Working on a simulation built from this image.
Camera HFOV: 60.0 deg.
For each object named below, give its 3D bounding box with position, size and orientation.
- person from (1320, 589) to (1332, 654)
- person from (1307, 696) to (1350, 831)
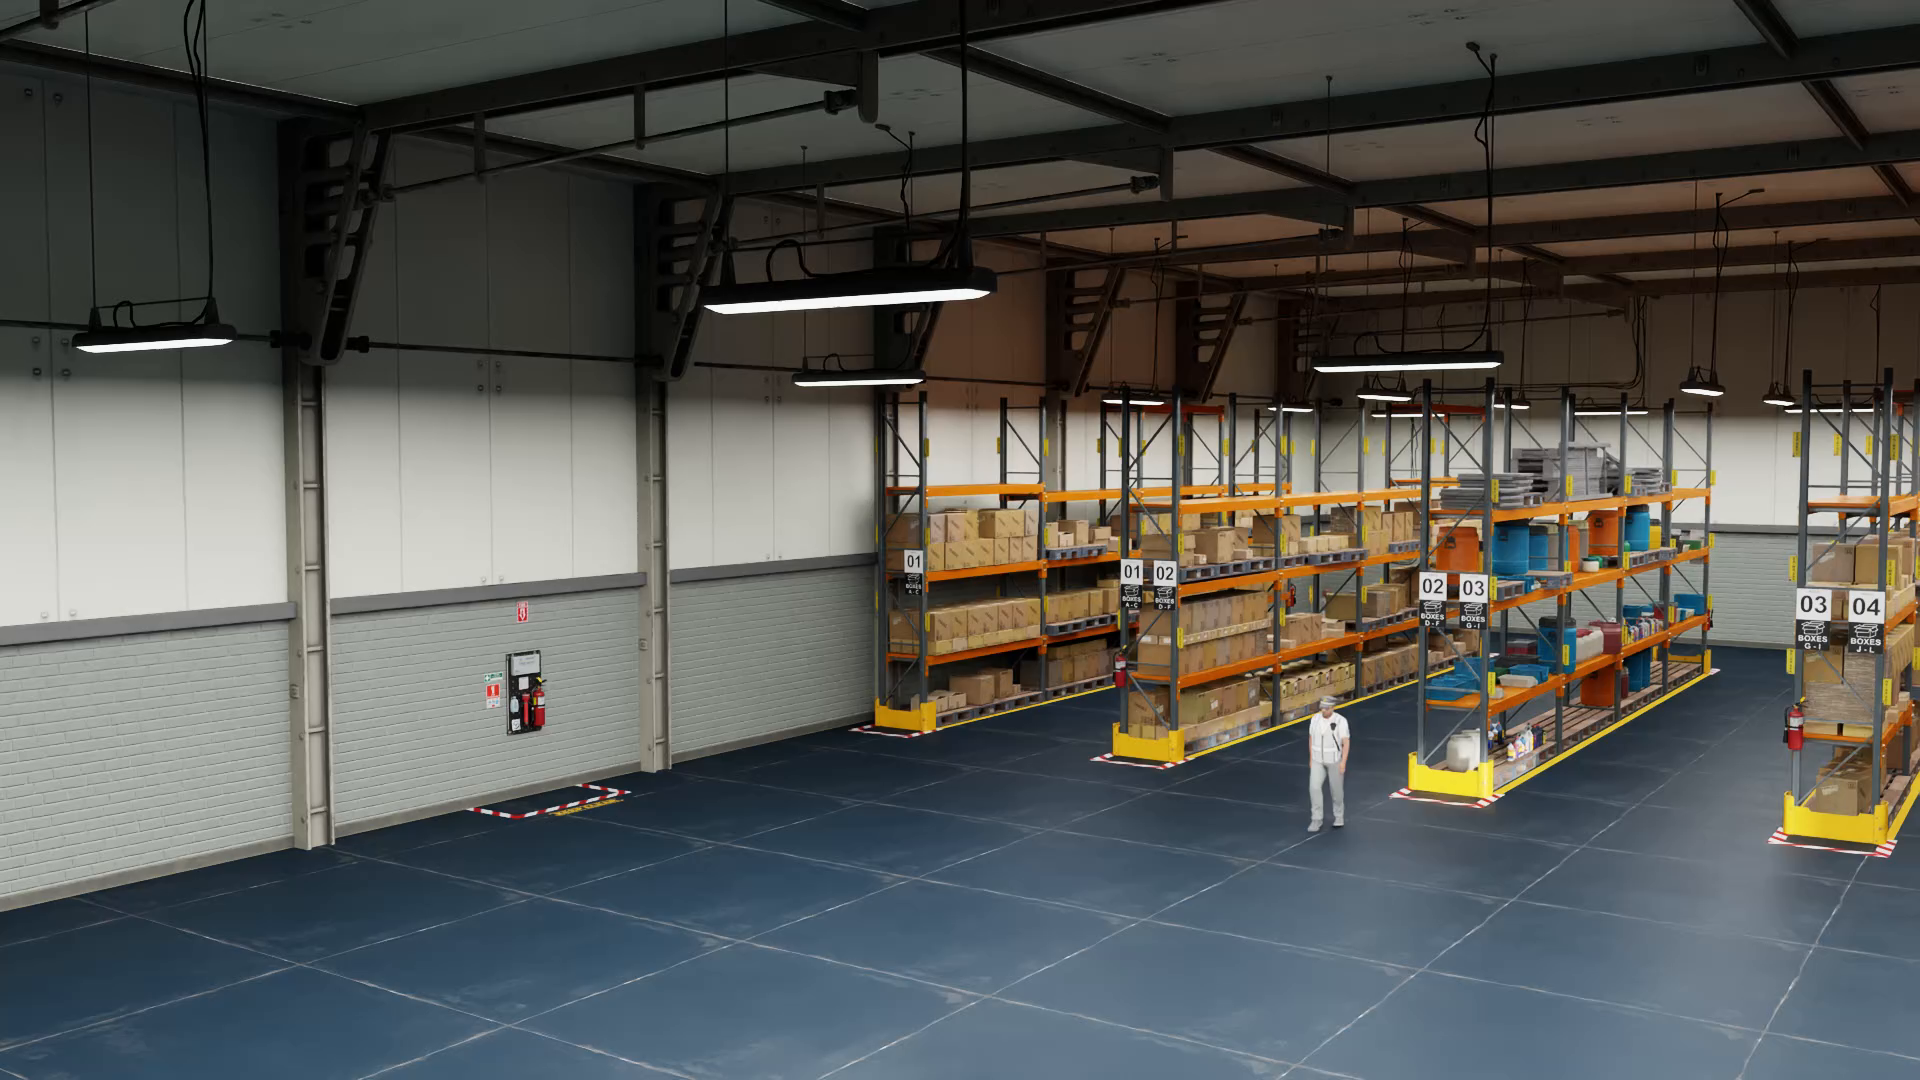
[{"bbox_3d":[8.818,1.973,40.207,0.420,1.598,0.470,0,3,-4],"label":"person"},{"bbox_3d":[4.845,2.929,21.875,0.583,1.779,0.656,2,4,34],"label":"person"}]
